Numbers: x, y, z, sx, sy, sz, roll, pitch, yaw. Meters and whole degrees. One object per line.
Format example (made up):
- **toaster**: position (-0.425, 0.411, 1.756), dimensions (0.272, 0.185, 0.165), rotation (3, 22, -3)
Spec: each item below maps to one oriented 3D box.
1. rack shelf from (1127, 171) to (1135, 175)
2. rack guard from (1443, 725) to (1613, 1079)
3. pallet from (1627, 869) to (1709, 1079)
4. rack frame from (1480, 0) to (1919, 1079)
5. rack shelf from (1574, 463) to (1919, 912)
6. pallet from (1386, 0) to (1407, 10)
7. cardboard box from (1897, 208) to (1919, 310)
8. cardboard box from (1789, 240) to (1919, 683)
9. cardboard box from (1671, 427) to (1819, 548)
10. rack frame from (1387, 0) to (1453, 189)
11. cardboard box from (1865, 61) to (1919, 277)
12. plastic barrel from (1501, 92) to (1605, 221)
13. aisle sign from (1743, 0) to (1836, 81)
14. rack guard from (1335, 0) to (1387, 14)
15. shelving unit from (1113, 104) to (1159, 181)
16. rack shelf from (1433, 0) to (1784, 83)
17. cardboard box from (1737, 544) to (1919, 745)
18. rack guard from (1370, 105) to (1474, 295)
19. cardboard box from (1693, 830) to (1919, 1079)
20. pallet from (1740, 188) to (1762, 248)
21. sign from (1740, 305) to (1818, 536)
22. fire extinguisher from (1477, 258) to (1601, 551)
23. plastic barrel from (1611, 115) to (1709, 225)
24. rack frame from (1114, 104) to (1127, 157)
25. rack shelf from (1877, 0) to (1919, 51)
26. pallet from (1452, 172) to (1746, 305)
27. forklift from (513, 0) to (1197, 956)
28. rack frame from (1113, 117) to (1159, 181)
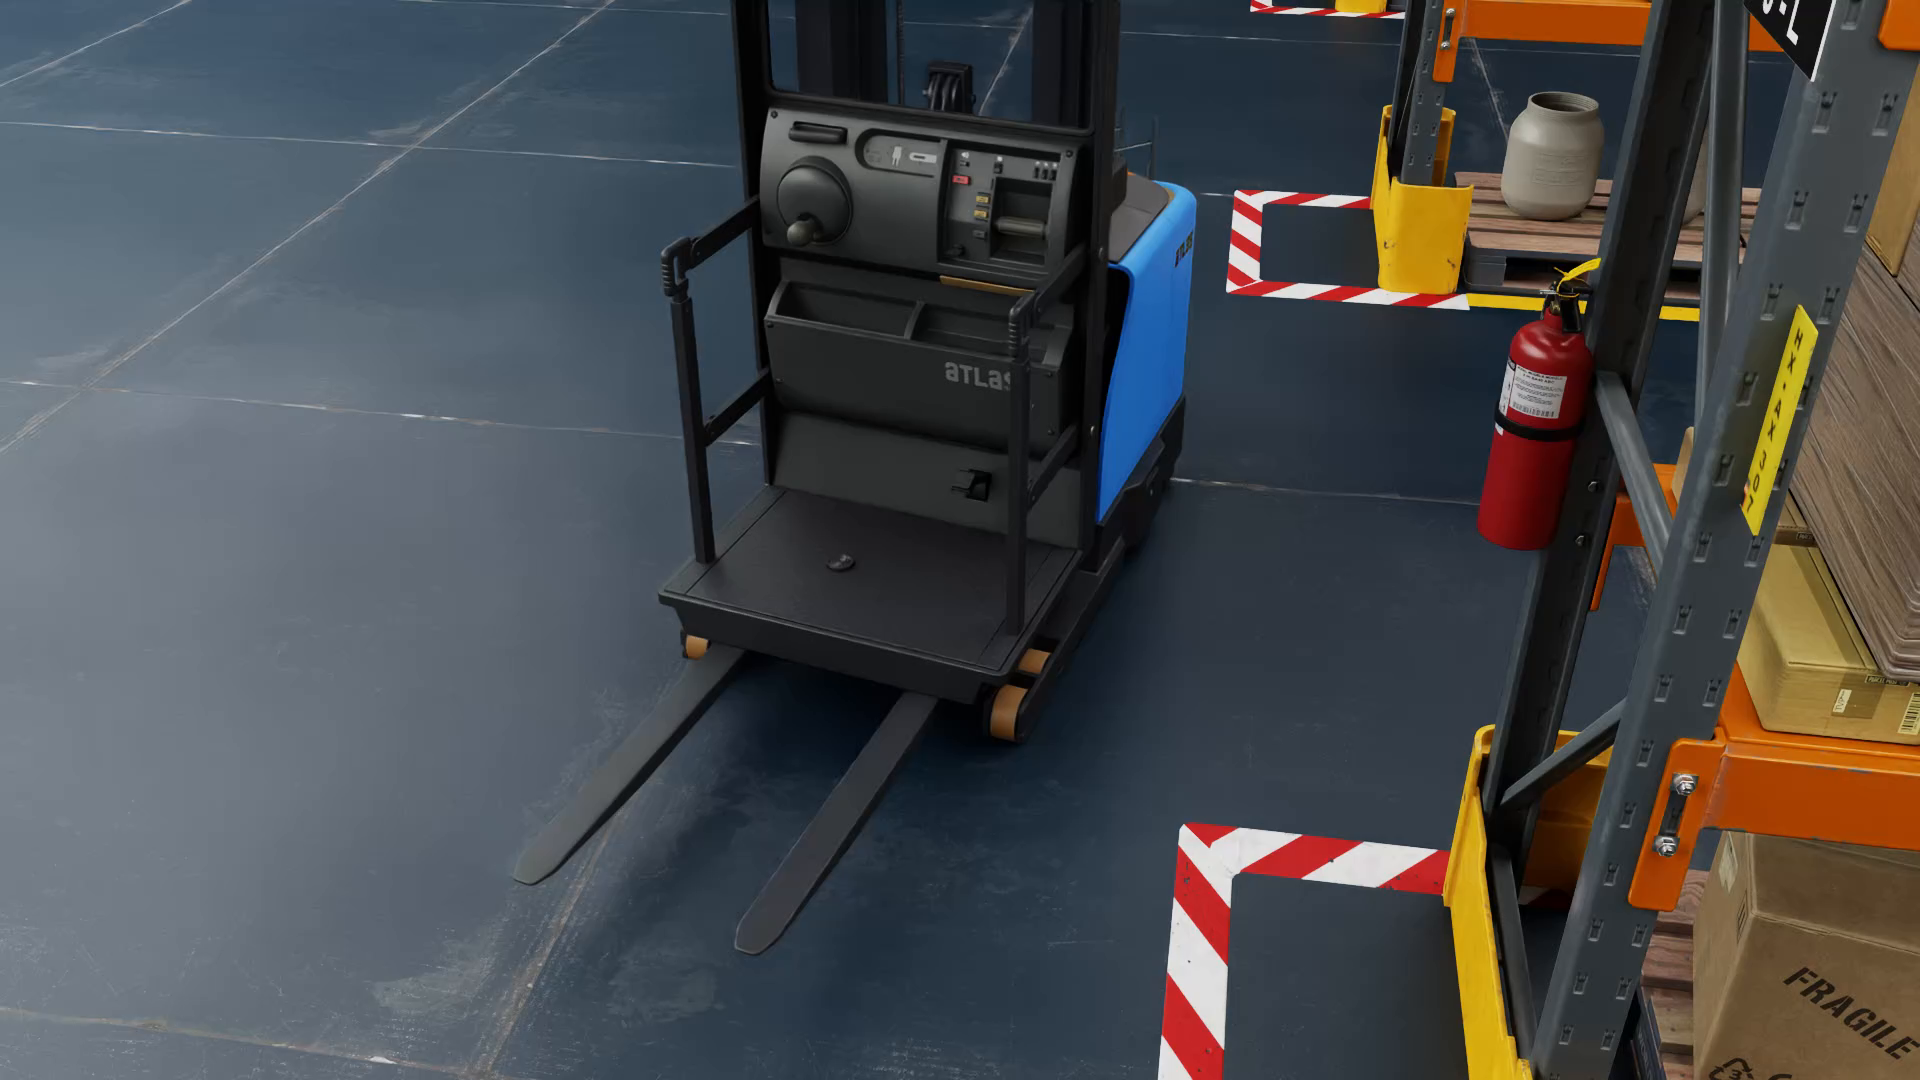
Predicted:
- **rack shelf**: position (0.547, -1.257, 6.030), dimensions (0.258, 0.103, 0.180), rotation (-19, 37, -28)
- **rack guard**: position (1.333, 0.981, 3.712), dimensions (0.348, 0.500, 1.175), rotation (5, 32, 8)
- **pallet**: position (2.128, 1.194, 3.643), dimensions (1.213, 0.211, 1.003), rotation (5, 32, 8)
- **rack frame**: position (1.258, -0.085, 3.059), dimensions (0.127, 3.000, 1.000), rotation (5, 32, 8)
- **rack shelf**: position (3.229, 0.398, 2.965), dimensions (4.000, 0.370, 1.077), rotation (5, 32, 8)
- **pallet**: position (3.689, -4.038, 12.002), dimensions (1.213, 0.211, 1.003), rotation (5, 32, 8)
- **cardboard box**: position (1.754, -0.486, 2.382), dimensions (0.500, 0.500, 0.500), rotation (5, 32, 8)
- **cardboard box**: position (1.795, -0.190, 2.852), dimensions (0.500, 0.500, 0.875), rotation (5, 32, 8)
- **cardboard box**: position (1.574, -0.061, 3.258), dimensions (0.250, 0.149, 0.380), rotation (5, 32, 8)
- **rack frame**: position (2.091, -2.676, 7.198), dimensions (0.127, 3.000, 1.000), rotation (5, 32, 8)
- **cardboard box**: position (1.842, -0.758, 2.817), dimensions (0.500, 0.500, 0.500), rotation (5, 32, 8)
- **plastic barrel**: position (2.753, -1.780, 7.716), dimensions (0.421, 0.512, 0.421), rotation (0, 32, 0)
- **aisle sign**: position (1.146, -1.036, 2.128), dimensions (0.004, 0.787, 0.394), rotation (5, 32, 8)
- **rack guard**: position (2.905, -4.209, 12.003), dimensions (0.348, 0.500, 1.175), rotation (5, 32, 8)
- **shelving unit**: position (0.545, -0.988, 6.196), dimensions (0.258, 1.200, 0.189), rotation (-19, 37, -28)
- **rack shelf**: position (4.063, -2.192, 7.103), dimensions (4.000, 0.370, 1.077), rotation (5, 32, 8)
- **cardboard box**: position (1.499, 0.171, 2.886), dimensions (0.250, 0.149, 0.380), rotation (5, 32, 8)
- **rack guard**: position (2.174, -1.634, 7.889), dimensions (0.348, 0.500, 1.175), rotation (5, 32, 8)
- **cardboard box**: position (1.871, 0.861, 3.508), dimensions (0.500, 0.500, 0.500), rotation (11, 34, 17)
- **pallet**: position (4.173, -1.326, 7.670), dimensions (1.213, 0.211, 1.003), rotation (5, 32, 8)
- **sign**: position (1.167, -0.169, 2.376), dimensions (0.005, 0.325, 0.100), rotation (5, 32, 8)
- **fire extinguisher**: position (1.223, -0.304, 3.481), dimensions (0.183, 0.674, 0.296), rotation (5, 32, 8)
- **plastic barrel**: position (3.247, -1.736, 7.645), dimensions (0.421, 0.512, 0.421), rotation (0, 32, 0)
- **rack frame**: position (0.495, -1.029, 6.261), dimensions (0.240, 1.200, 0.006), rotation (-19, 37, -28)
- **rack shelf**: position (3.229, -0.873, 2.169), dimensions (4.000, 0.370, 1.077), rotation (5, 32, 8)
- **pallet**: position (2.974, -1.436, 7.846), dimensions (1.213, 0.211, 1.003), rotation (5, 32, 8)
- **forklift**: position (-0.205, -0.912, 4.445), dimensions (1.130, 2.935, 3.031), rotation (12, 34, 19)
- **rack frame**: position (0.595, -0.948, 6.131), dimensions (0.240, 1.200, 0.006), rotation (-19, 37, -28)
